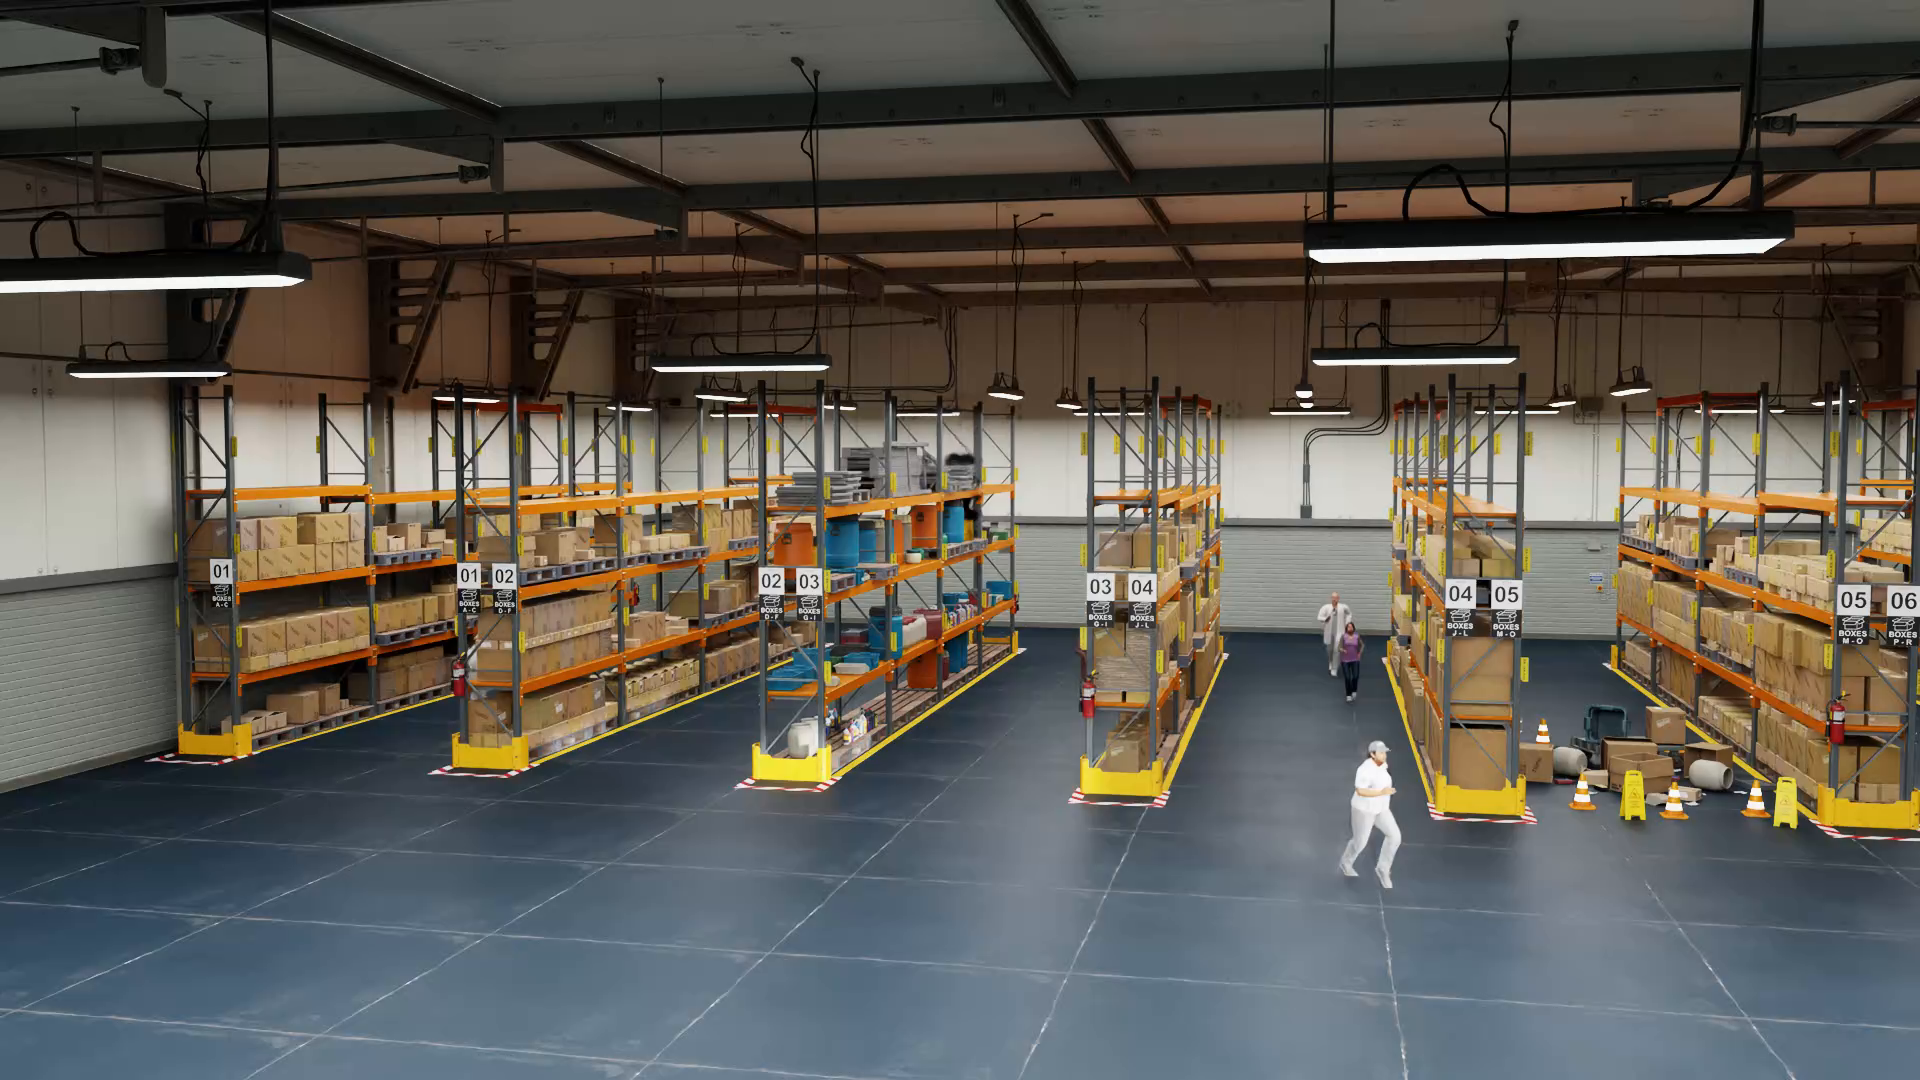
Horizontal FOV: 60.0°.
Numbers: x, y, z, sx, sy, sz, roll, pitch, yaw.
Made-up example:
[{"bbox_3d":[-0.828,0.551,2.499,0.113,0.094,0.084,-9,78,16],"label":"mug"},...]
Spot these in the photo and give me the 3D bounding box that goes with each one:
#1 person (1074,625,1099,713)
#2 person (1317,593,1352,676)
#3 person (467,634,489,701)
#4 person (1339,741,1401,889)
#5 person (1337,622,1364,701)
[{"bbox_3d":[2.489,2.375,31.309,0.672,1.760,0.837,1,3,9],"label":"person"},{"bbox_3d":[8.208,2.039,36.481,0.710,1.768,1.046,1,3,17],"label":"person"},{"bbox_3d":[-8.450,2.514,29.321,0.710,1.736,0.601,0,3,-4],"label":"person"},{"bbox_3d":[4.681,3.118,19.020,0.627,1.696,0.821,-2,4,-36],"label":"person"},{"bbox_3d":[7.654,2.387,32.549,0.521,1.561,0.569,1,3,11],"label":"person"}]
